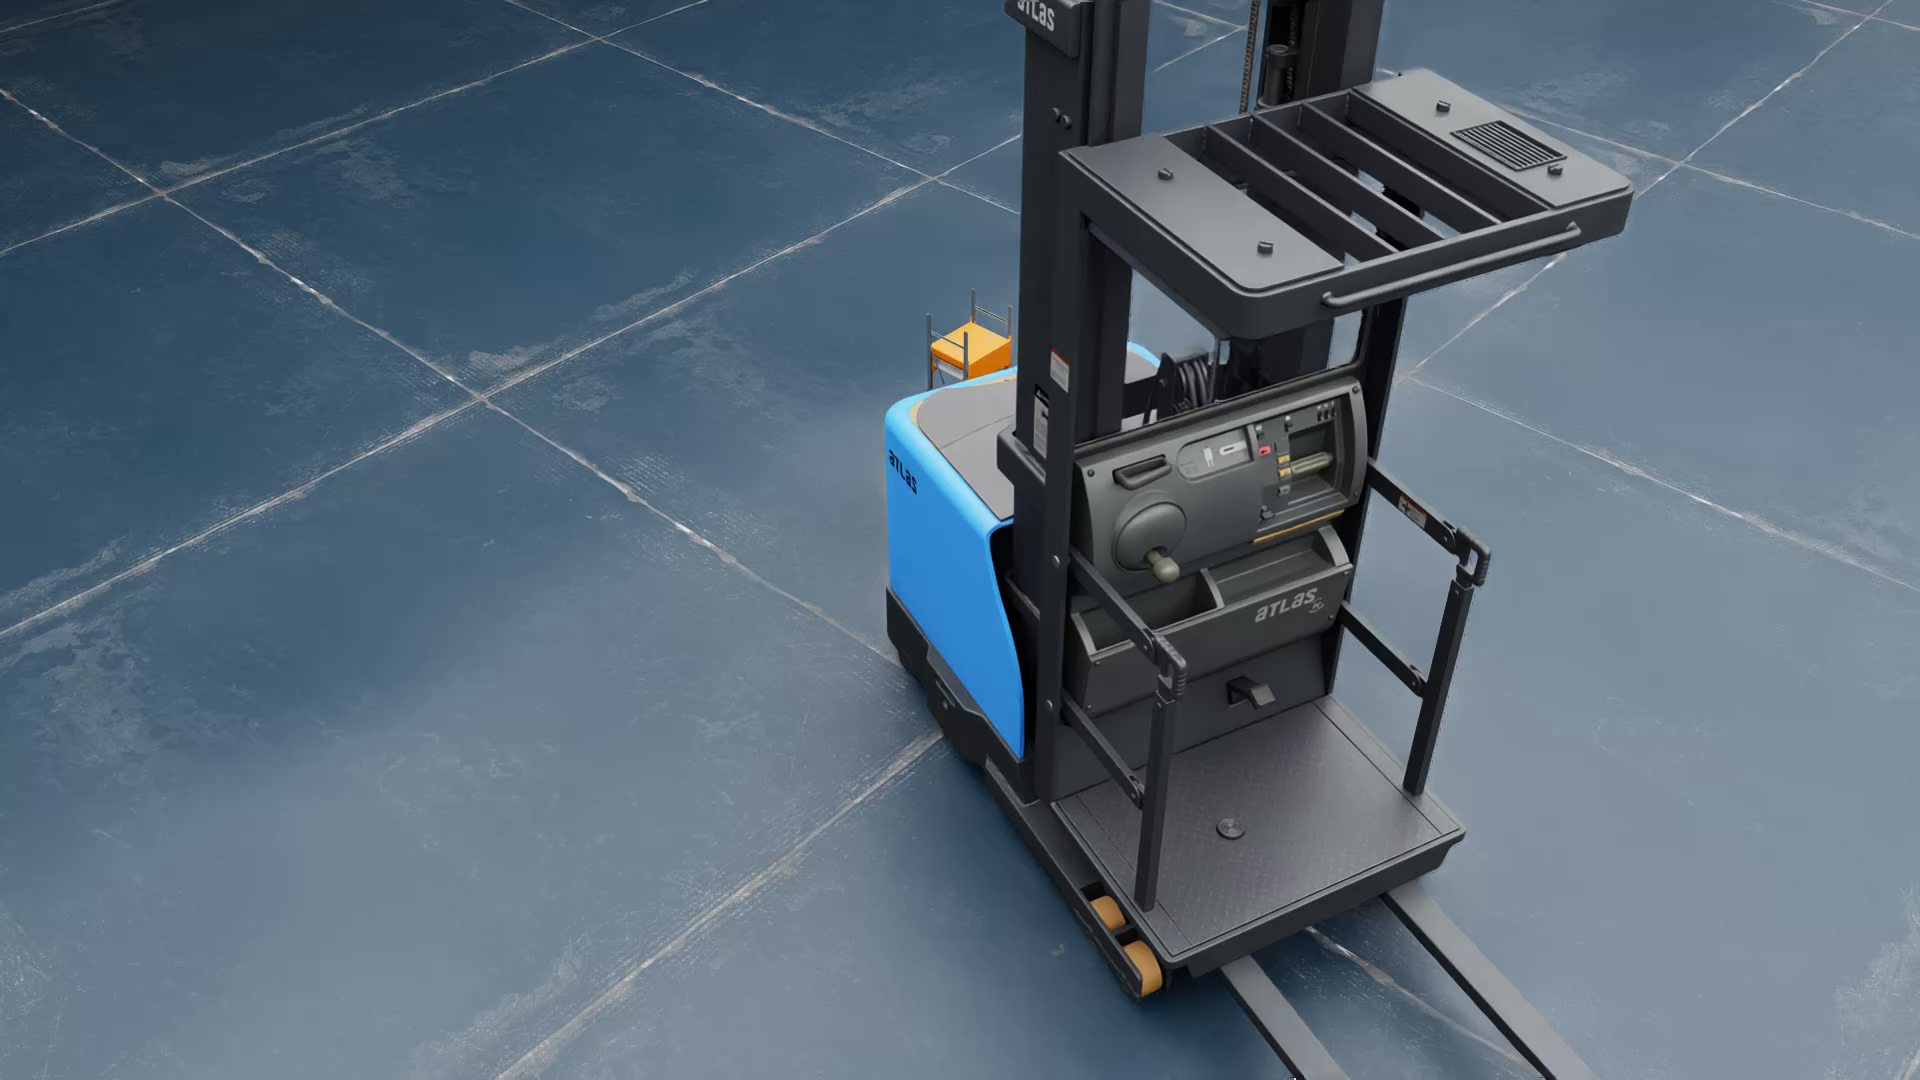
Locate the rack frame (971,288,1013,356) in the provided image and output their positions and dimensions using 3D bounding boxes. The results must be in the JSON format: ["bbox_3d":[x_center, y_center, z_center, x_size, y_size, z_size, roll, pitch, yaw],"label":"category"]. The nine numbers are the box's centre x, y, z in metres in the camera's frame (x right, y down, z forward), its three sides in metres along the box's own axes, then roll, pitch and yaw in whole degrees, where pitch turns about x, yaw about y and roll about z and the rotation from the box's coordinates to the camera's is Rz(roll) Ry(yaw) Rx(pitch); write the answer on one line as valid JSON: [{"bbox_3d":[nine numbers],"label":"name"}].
[{"bbox_3d":[0.118,-0.492,6.525,0.200,1.050,0.008,30,47,32],"label":"rack frame"}]

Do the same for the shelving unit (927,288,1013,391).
[{"bbox_3d":[0.036,-0.436,6.454,0.215,1.050,0.252,30,47,32],"label":"shelving unit"}]

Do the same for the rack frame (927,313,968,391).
[{"bbox_3d":[-0.046,-0.379,6.384,0.200,1.050,0.008,30,47,32],"label":"rack frame"}]

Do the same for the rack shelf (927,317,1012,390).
[{"bbox_3d":[0.036,-0.649,6.284,0.215,0.259,0.240,30,47,32],"label":"rack shelf"}]

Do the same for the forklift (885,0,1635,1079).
[{"bbox_3d":[0.852,-0.092,4.511,1.130,2.935,3.031,-18,42,-21],"label":"forklift"}]
